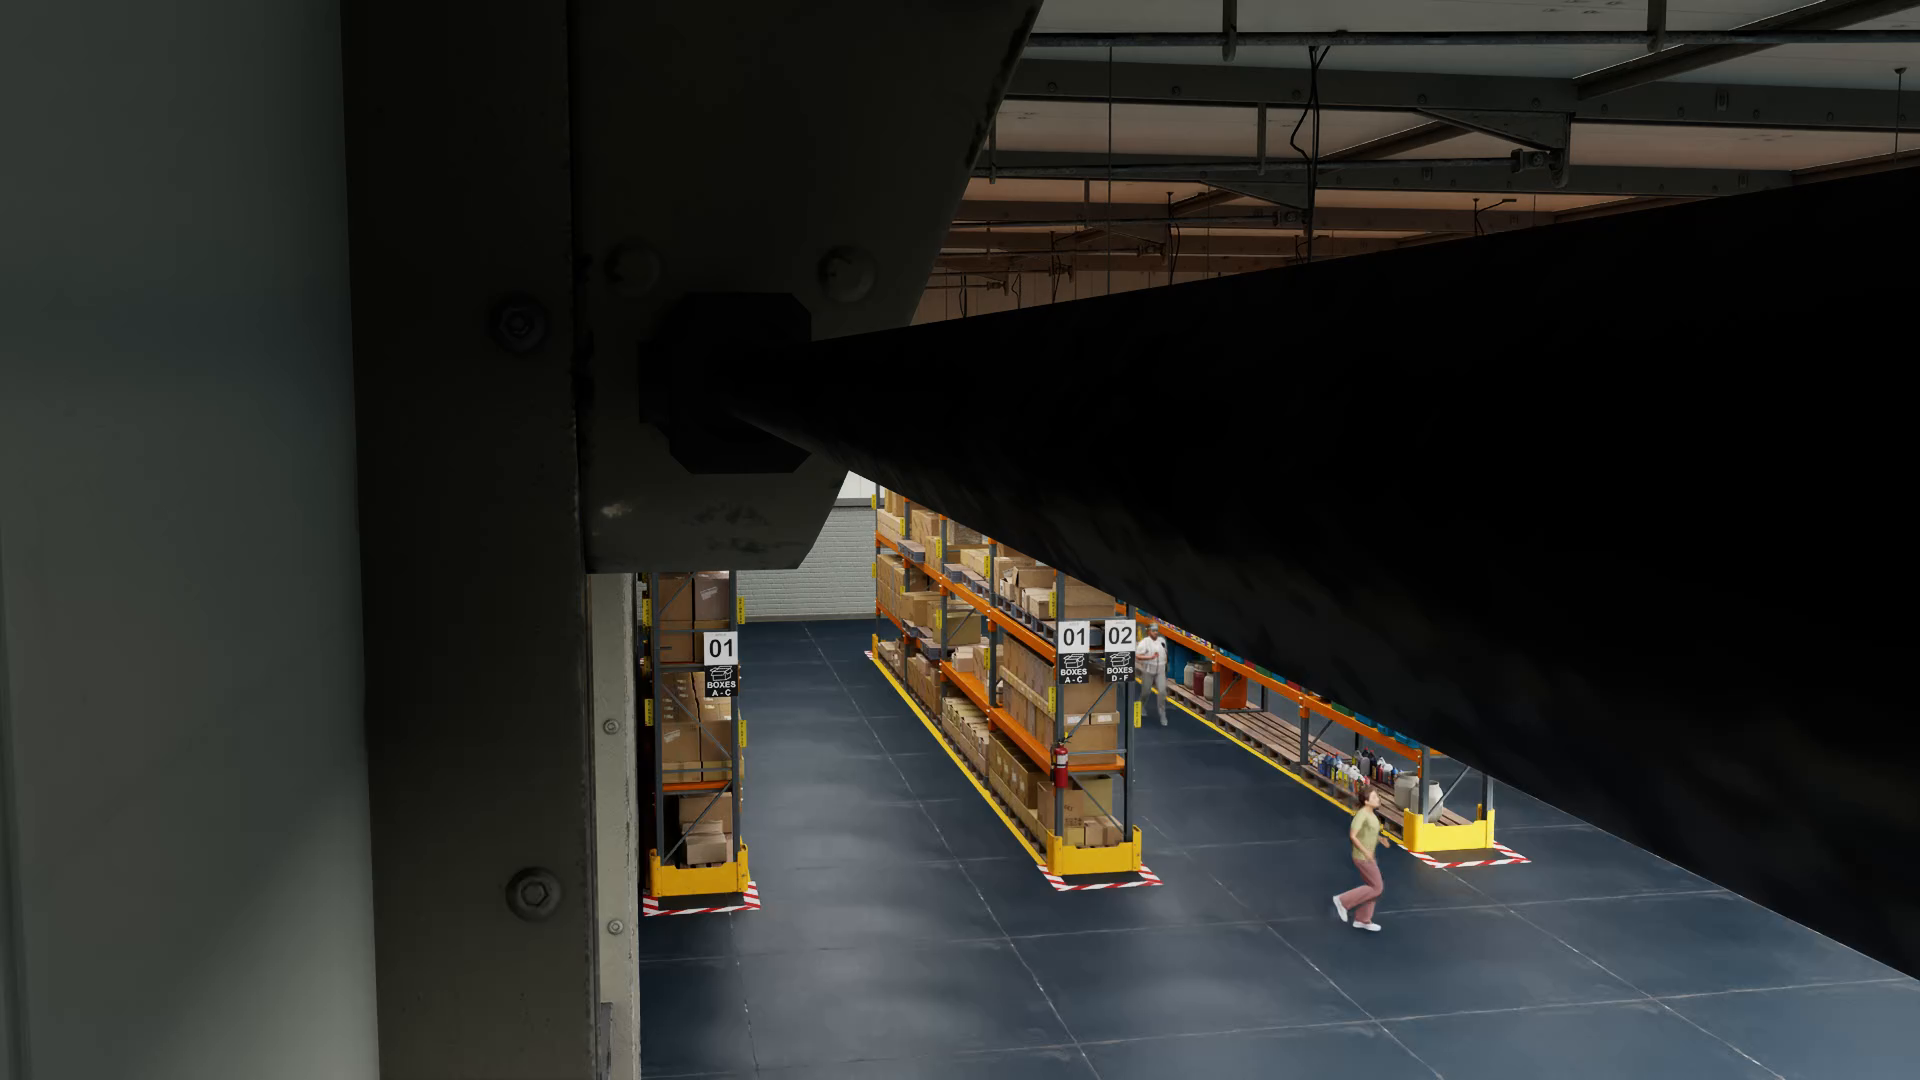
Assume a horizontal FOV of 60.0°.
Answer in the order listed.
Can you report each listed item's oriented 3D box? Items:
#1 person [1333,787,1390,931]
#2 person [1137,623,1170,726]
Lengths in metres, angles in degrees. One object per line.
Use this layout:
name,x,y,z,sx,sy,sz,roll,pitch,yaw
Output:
person,4.565,3.595,18.853,0.577,1.639,0.574,2,6,19
person,3.478,2.360,29.867,0.656,1.788,0.964,-1,6,-12
